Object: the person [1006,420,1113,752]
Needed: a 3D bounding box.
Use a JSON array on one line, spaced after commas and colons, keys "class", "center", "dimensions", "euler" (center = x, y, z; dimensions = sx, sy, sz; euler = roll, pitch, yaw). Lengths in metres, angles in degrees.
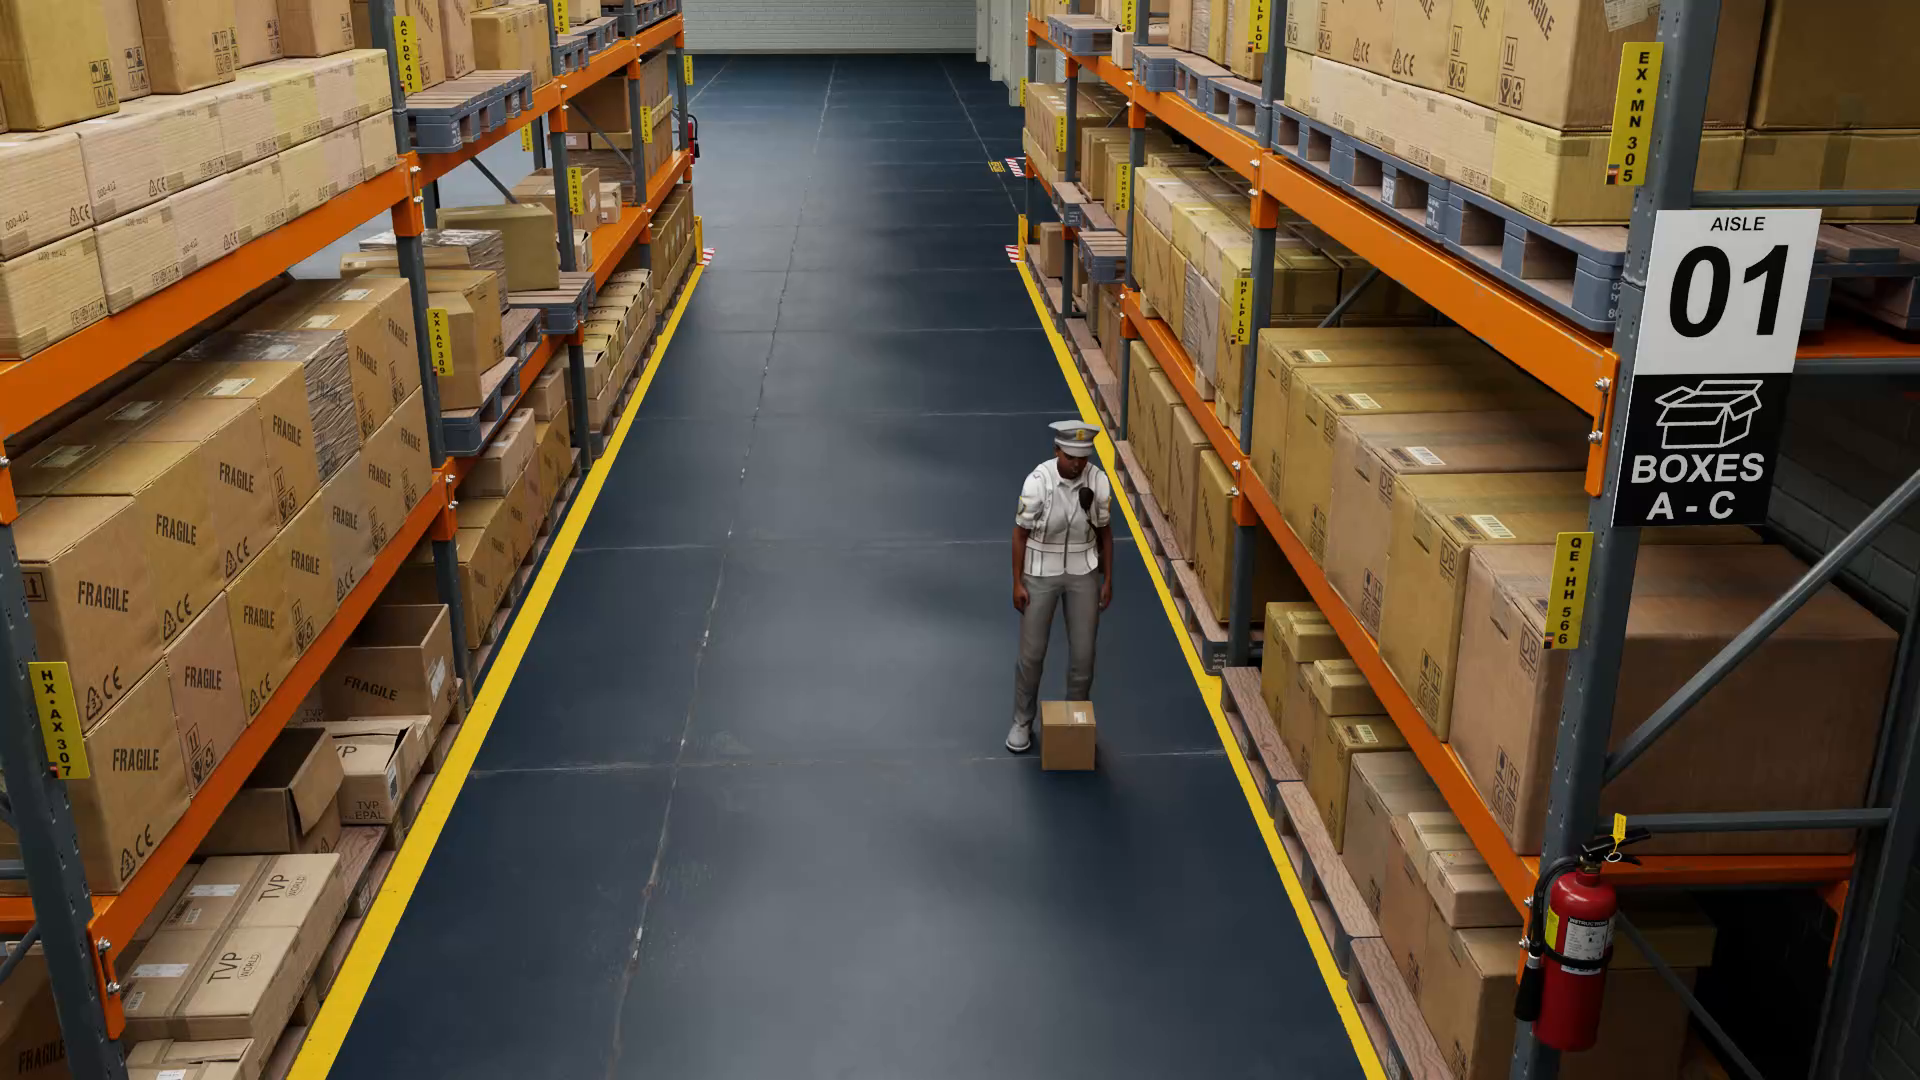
[{"class": "person", "center": [0.481, 0.205, 8.031], "dimensions": [0.531, 1.659, 0.398], "euler": [-2, 21, -6]}]
